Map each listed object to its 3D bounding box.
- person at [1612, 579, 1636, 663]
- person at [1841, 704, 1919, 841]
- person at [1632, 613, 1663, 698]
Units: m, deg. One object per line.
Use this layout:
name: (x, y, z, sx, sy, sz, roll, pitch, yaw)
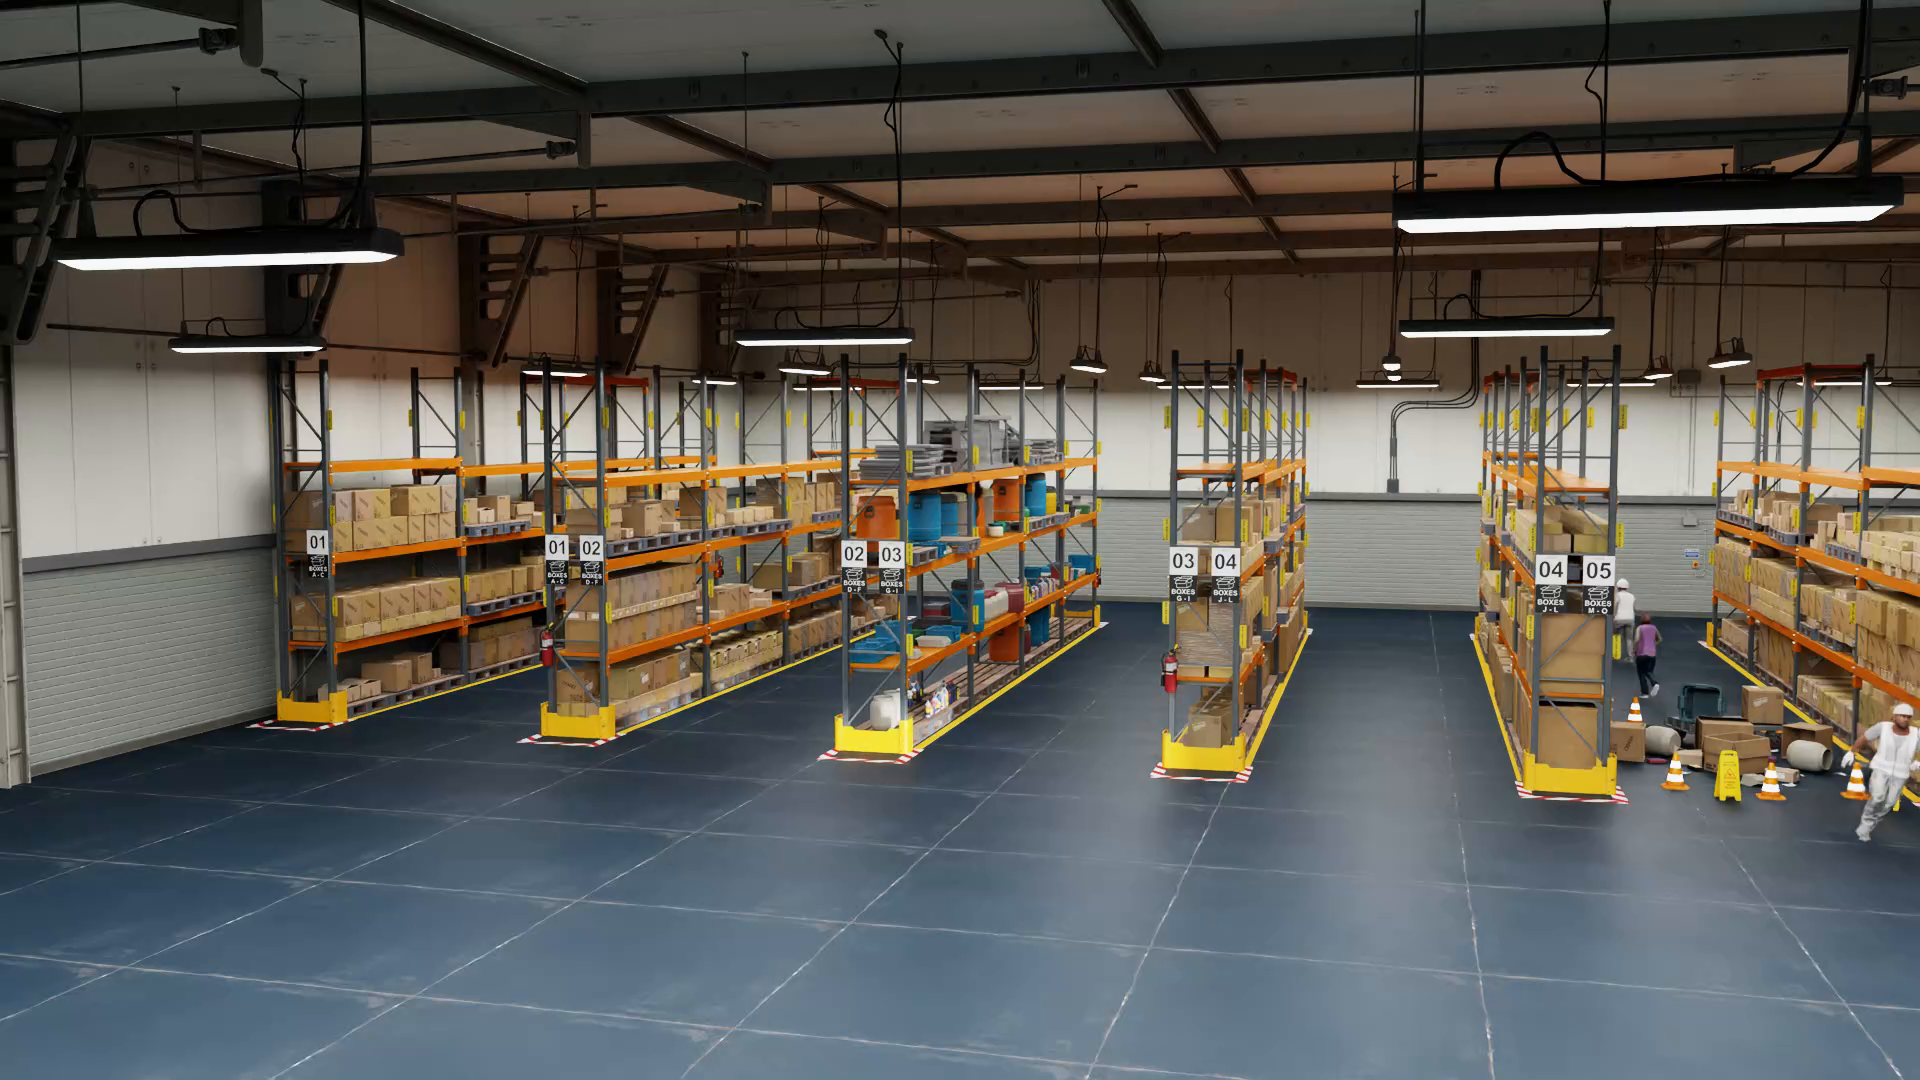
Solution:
person: (13.674, 1.675, 34.277, 0.577, 1.719, 0.940, 0, 4, 1)
person: (10.971, 2.757, 19.624, 0.866, 1.681, 0.720, 1, 4, 13)
person: (12.382, 2.092, 29.908, 0.536, 1.547, 0.688, 0, 4, 3)
